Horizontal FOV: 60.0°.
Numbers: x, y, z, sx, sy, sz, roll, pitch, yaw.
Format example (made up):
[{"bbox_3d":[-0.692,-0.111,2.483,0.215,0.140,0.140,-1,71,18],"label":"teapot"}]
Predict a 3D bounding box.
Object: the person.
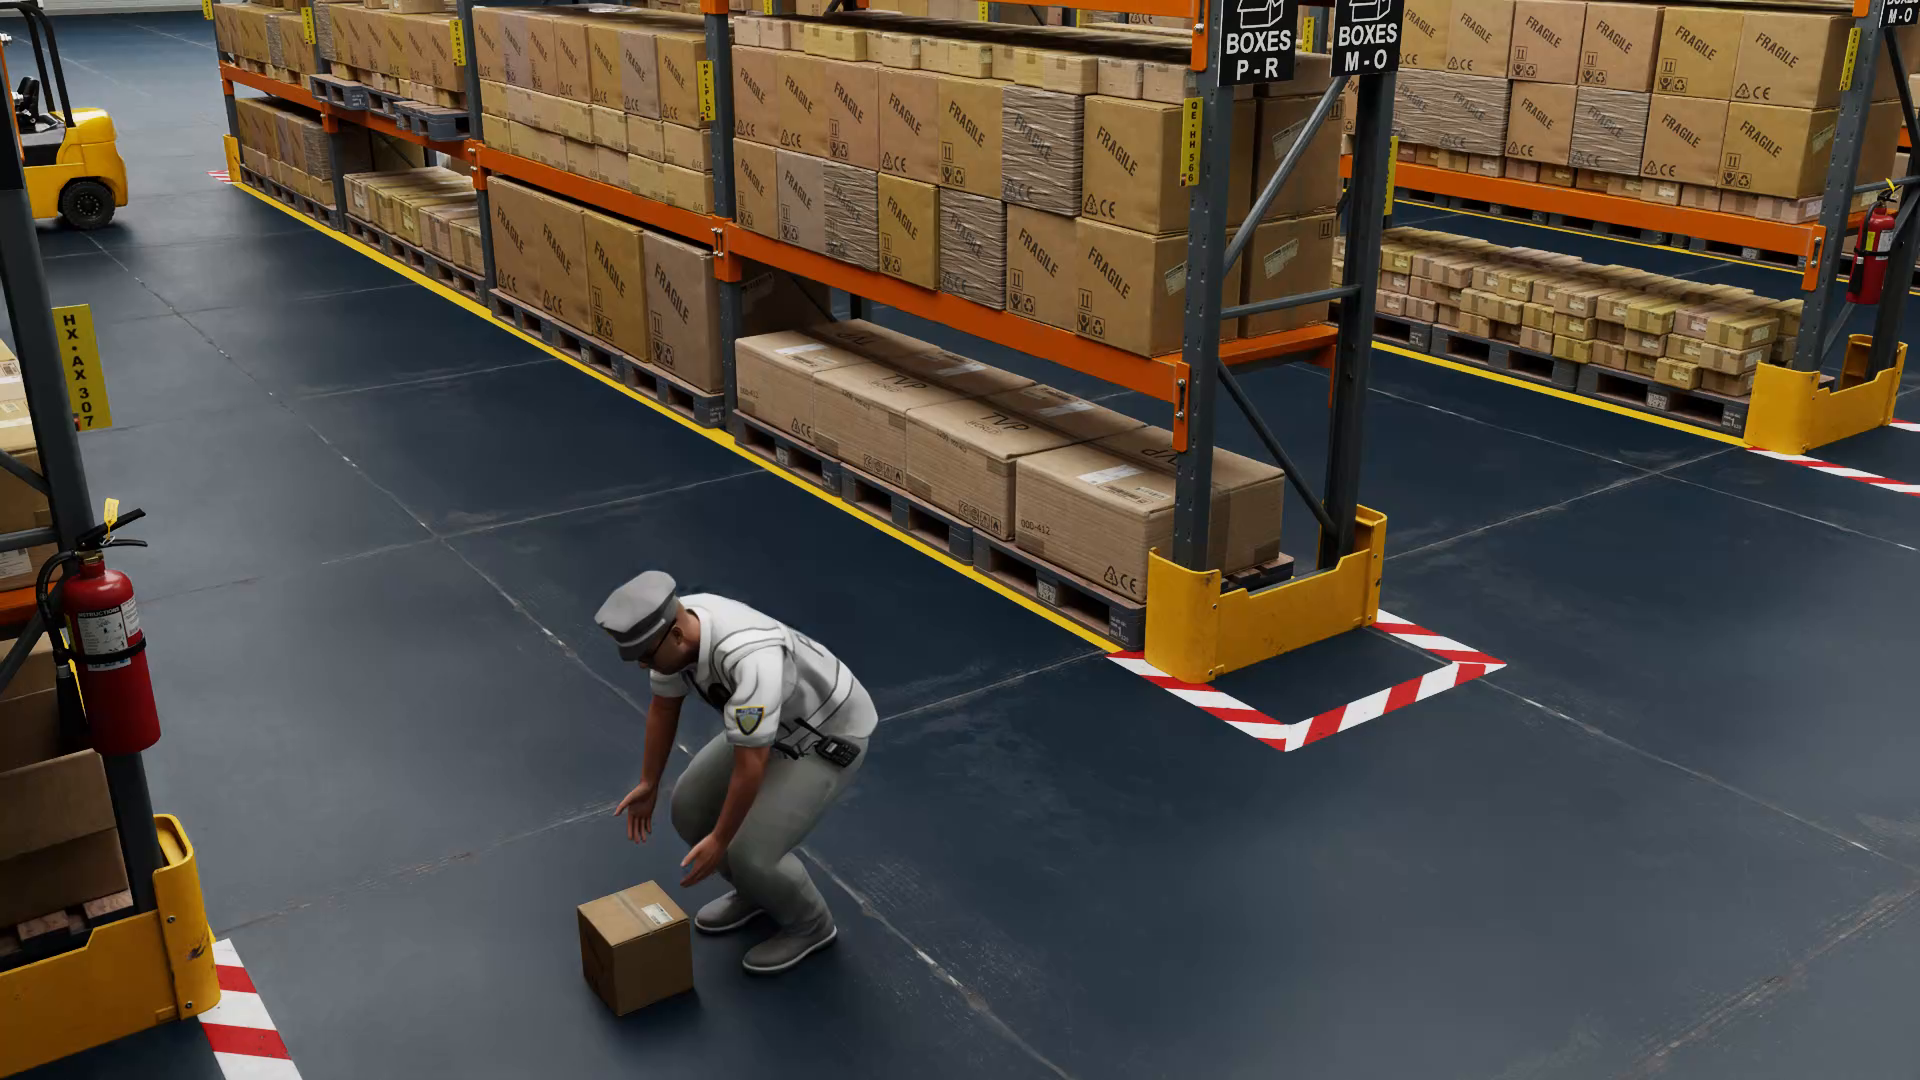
[{"bbox_3d":[-0.643,0.661,4.977,0.855,1.321,0.588,-15,26,-33],"label":"person"}]
